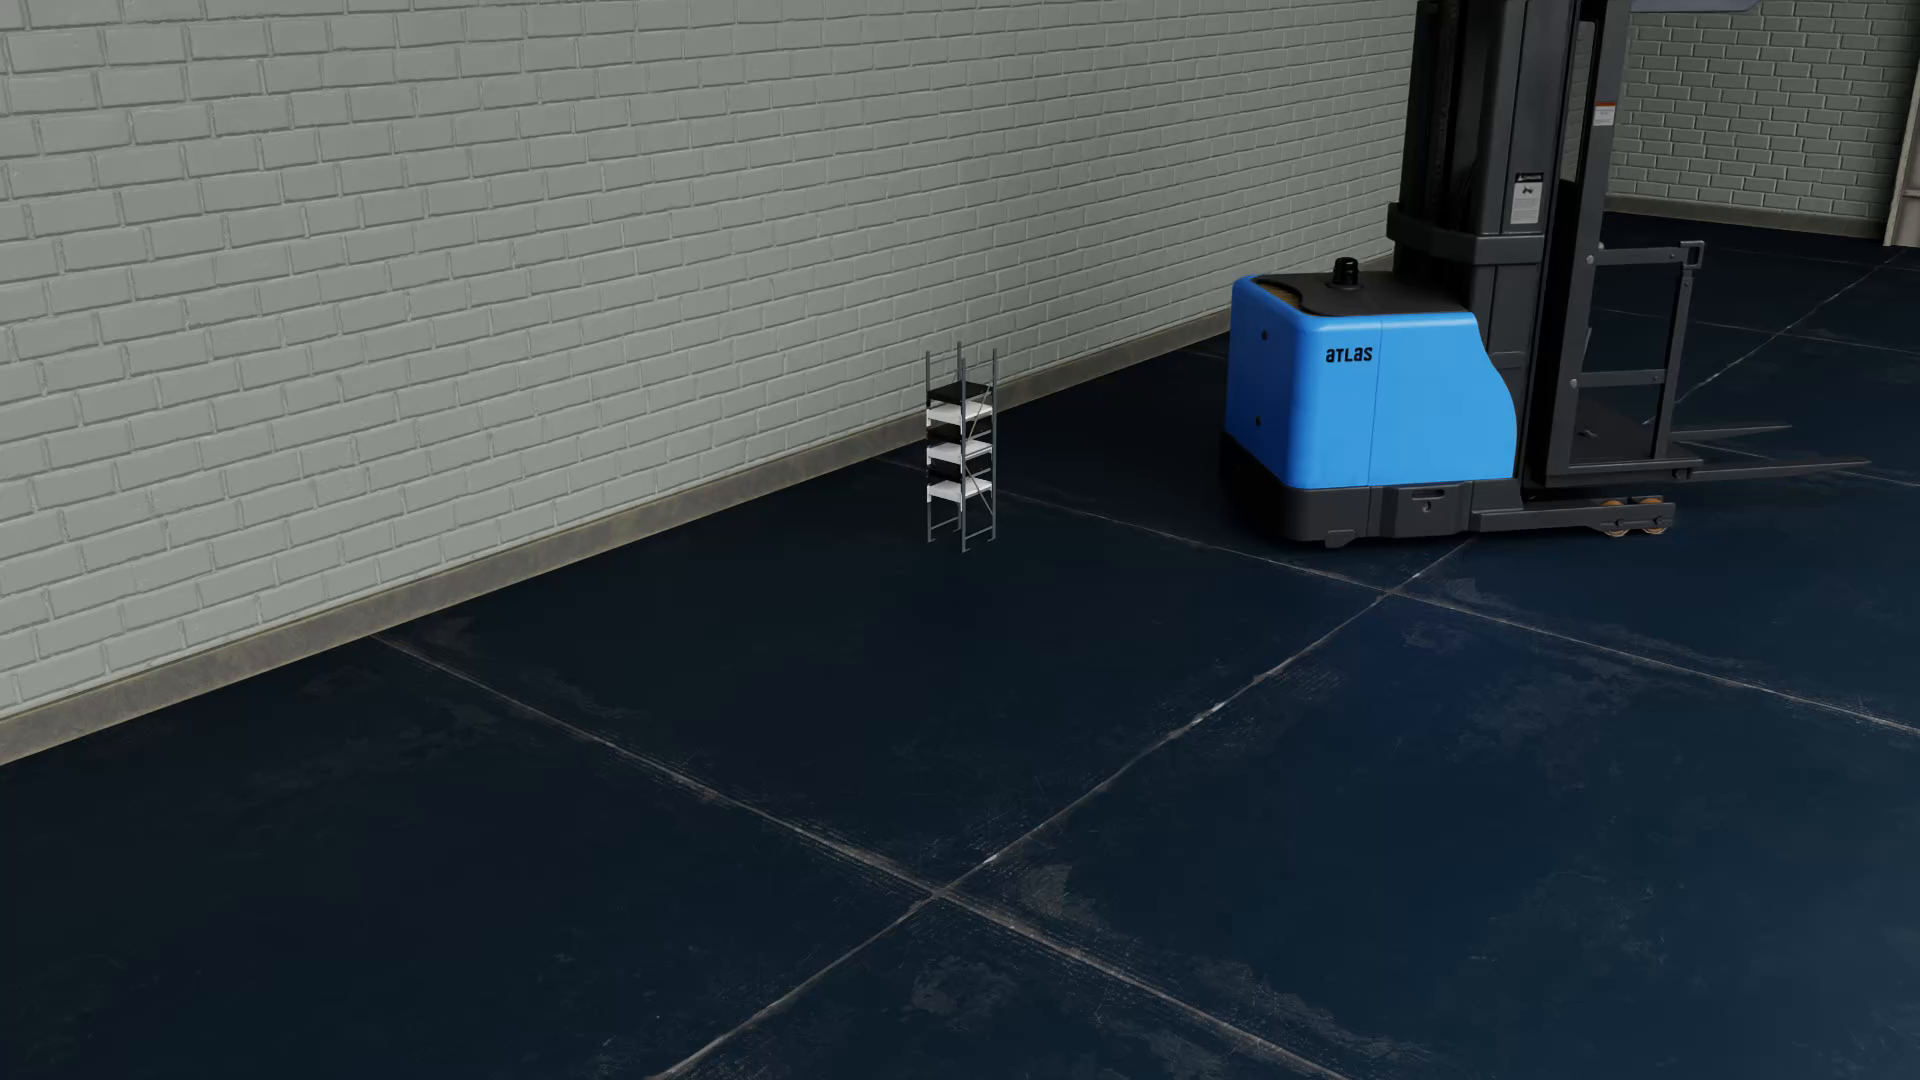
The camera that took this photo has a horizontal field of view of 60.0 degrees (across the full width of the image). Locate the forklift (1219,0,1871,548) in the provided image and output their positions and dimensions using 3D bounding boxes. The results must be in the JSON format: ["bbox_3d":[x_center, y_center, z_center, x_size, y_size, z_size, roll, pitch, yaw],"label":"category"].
[{"bbox_3d":[2.861,-1.566,7.666,3.031,2.935,1.130,-3,21,-9],"label":"forklift"}]

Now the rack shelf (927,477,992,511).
[{"bbox_3d":[0.006,-0.220,7.580,0.200,0.077,0.258,16,26,36],"label":"rack shelf"}]

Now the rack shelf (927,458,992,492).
[{"bbox_3d":[0.006,-0.304,7.548,0.200,0.077,0.258,16,26,36],"label":"rack shelf"}]

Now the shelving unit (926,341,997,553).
[{"bbox_3d":[0.006,-0.419,7.505,0.210,0.900,0.258,16,26,36],"label":"shelving unit"}]

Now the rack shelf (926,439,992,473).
[{"bbox_3d":[0.006,-0.388,7.516,0.200,0.077,0.258,16,26,36],"label":"rack shelf"}]

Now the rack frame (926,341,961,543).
[{"bbox_3d":[-0.072,-0.442,7.565,0.006,0.900,0.240,16,26,36],"label":"rack frame"}]

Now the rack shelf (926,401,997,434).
[{"bbox_3d":[0.006,-0.556,7.453,0.200,0.077,0.258,16,26,36],"label":"rack shelf"}]

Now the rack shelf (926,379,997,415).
[{"bbox_3d":[0.006,-0.641,7.421,0.200,0.077,0.258,16,26,36],"label":"rack shelf"}]

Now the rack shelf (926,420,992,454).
[{"bbox_3d":[0.006,-0.472,7.485,0.200,0.077,0.258,16,26,36],"label":"rack shelf"}]

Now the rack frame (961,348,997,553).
[{"bbox_3d":[0.085,-0.397,7.444,0.006,0.900,0.240,16,26,36],"label":"rack frame"}]

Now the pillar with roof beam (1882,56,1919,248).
[{"bbox_3d":[5.552,-5.594,9.750,0.400,9.000,9.100,16,26,36],"label":"pillar with roof beam"}]
